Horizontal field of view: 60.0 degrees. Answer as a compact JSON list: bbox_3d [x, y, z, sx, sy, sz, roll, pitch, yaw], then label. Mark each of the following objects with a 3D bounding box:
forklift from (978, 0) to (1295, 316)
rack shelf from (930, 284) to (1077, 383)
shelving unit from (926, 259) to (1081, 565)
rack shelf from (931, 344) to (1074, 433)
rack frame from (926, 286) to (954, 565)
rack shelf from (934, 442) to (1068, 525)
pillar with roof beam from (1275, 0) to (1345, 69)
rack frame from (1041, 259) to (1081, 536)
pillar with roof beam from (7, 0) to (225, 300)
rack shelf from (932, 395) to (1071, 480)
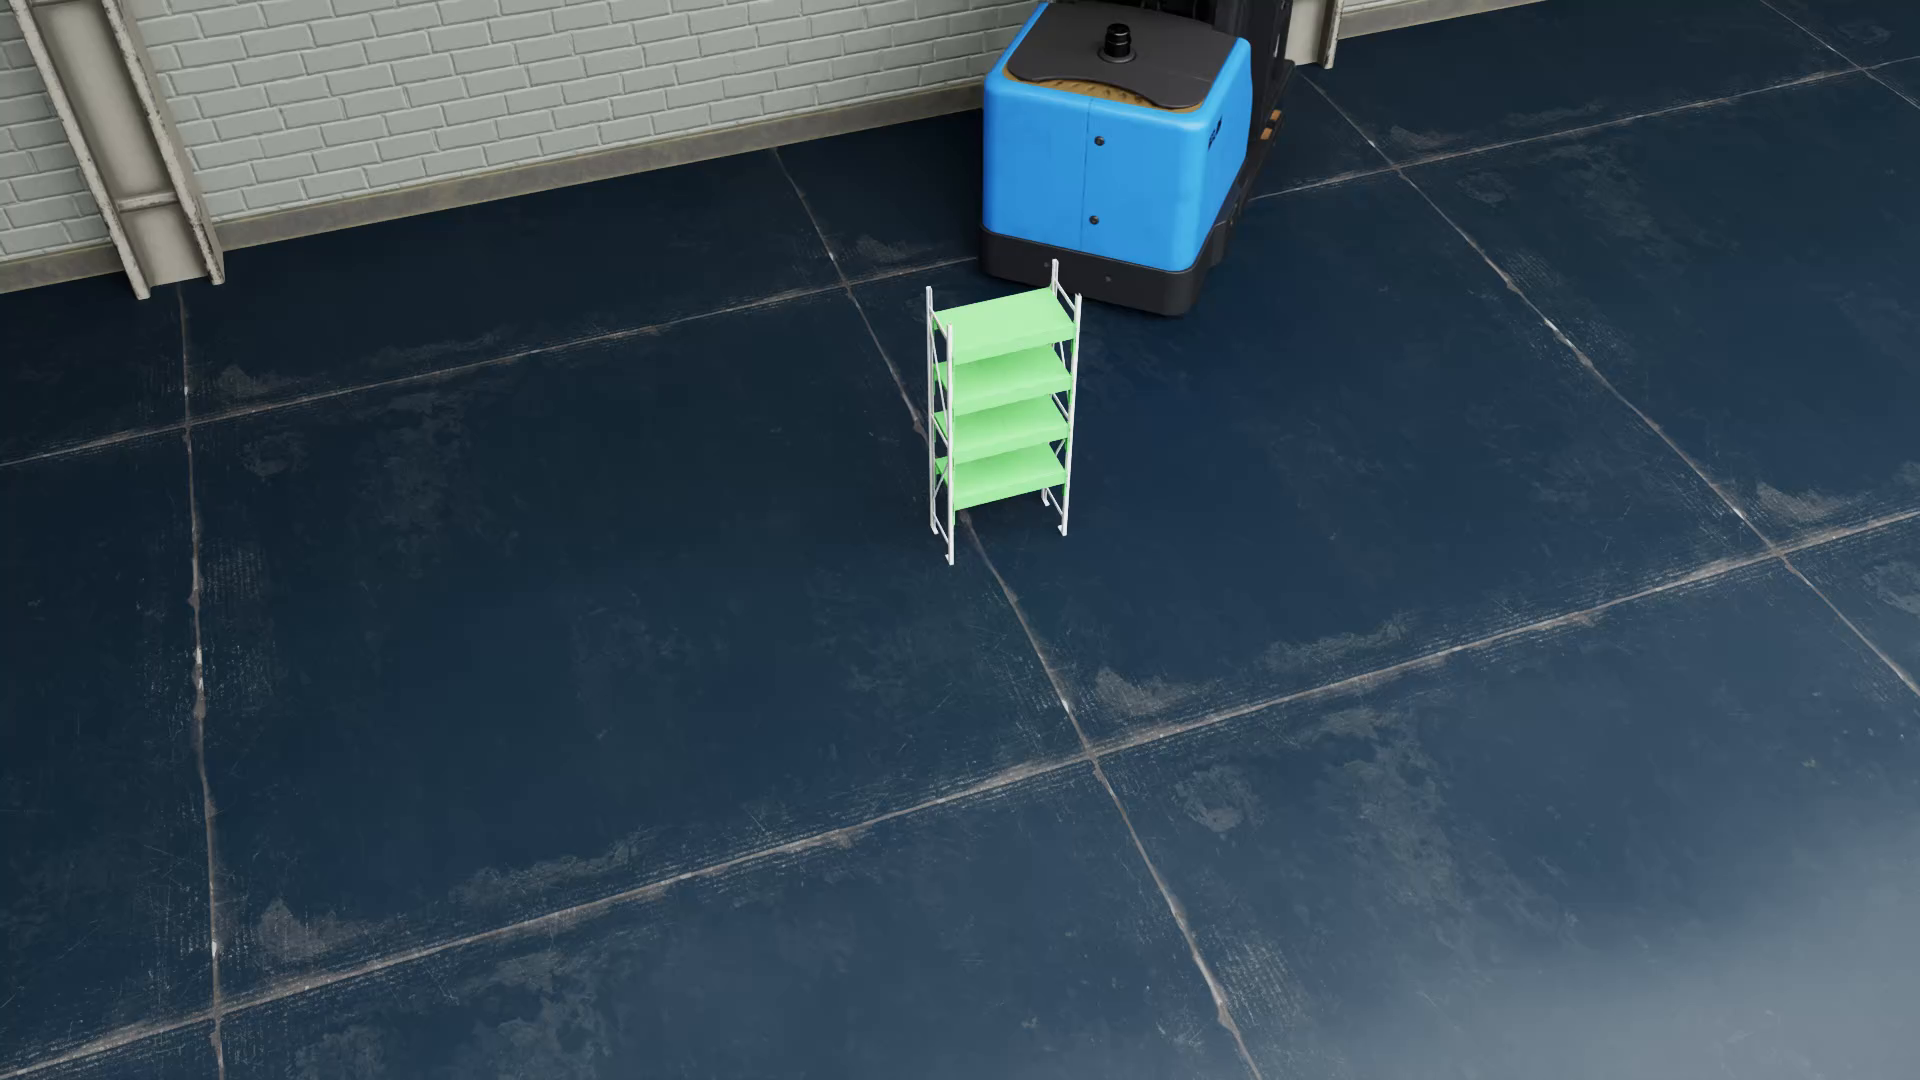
[{"bbox_3d":[1.093,-3.131,7.802,1.130,2.935,3.031,15,47,15],"label":"forklift"},{"bbox_3d":[0.156,-0.757,6.070,0.480,0.148,0.258,-14,47,-14],"label":"rack shelf"},{"bbox_3d":[0.156,-0.463,6.365,0.503,1.200,0.258,-14,47,-14],"label":"shelving unit"},{"bbox_3d":[0.156,-0.588,6.240,0.480,0.148,0.258,-14,47,-14],"label":"rack shelf"},{"bbox_3d":[-0.074,-0.405,6.306,0.015,1.200,0.240,-14,47,-14],"label":"rack frame"},{"bbox_3d":[0.156,-0.249,6.580,0.480,0.148,0.258,-14,47,-14],"label":"rack shelf"},{"bbox_3d":[3.338,-3.040,3.427,0.400,9.000,9.100,-14,47,-14],"label":"pillar with roof beam"},{"bbox_3d":[0.385,-0.522,6.423,0.015,1.200,0.240,-14,47,-14],"label":"rack frame"},{"bbox_3d":[-2.305,-1.597,1.989,0.400,9.000,9.100,-14,47,-14],"label":"pillar with roof beam"},{"bbox_3d":[0.156,-0.418,6.410,0.480,0.148,0.258,-14,47,-14],"label":"rack shelf"}]
